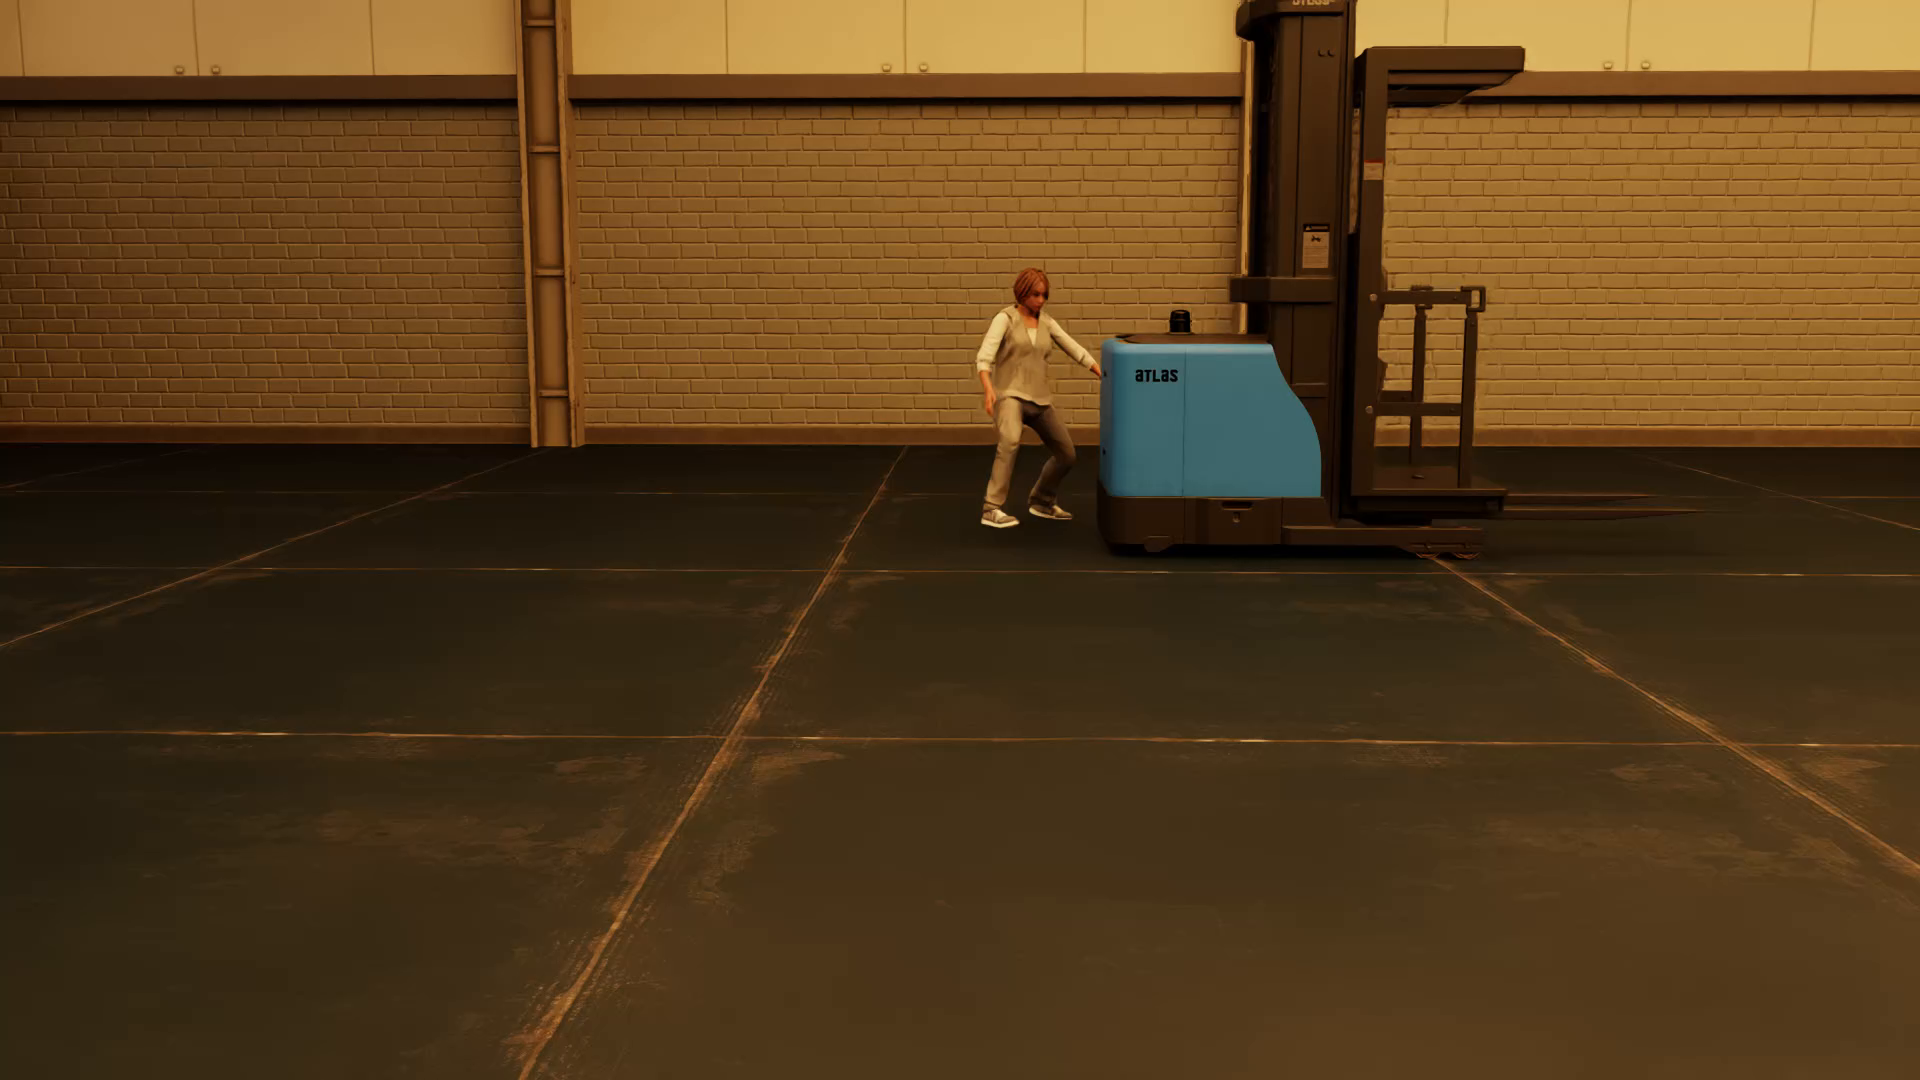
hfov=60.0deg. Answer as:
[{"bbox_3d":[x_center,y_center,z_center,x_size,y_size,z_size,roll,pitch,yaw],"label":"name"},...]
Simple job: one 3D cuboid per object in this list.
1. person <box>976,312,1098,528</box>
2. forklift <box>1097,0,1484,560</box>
[{"bbox_3d":[0.413,-0.665,9.386,0.792,1.245,0.730,-4,10,-26],"label":"person"},{"bbox_3d":[2.272,-1.432,8.667,3.031,2.935,1.130,0,9,1],"label":"forklift"}]
